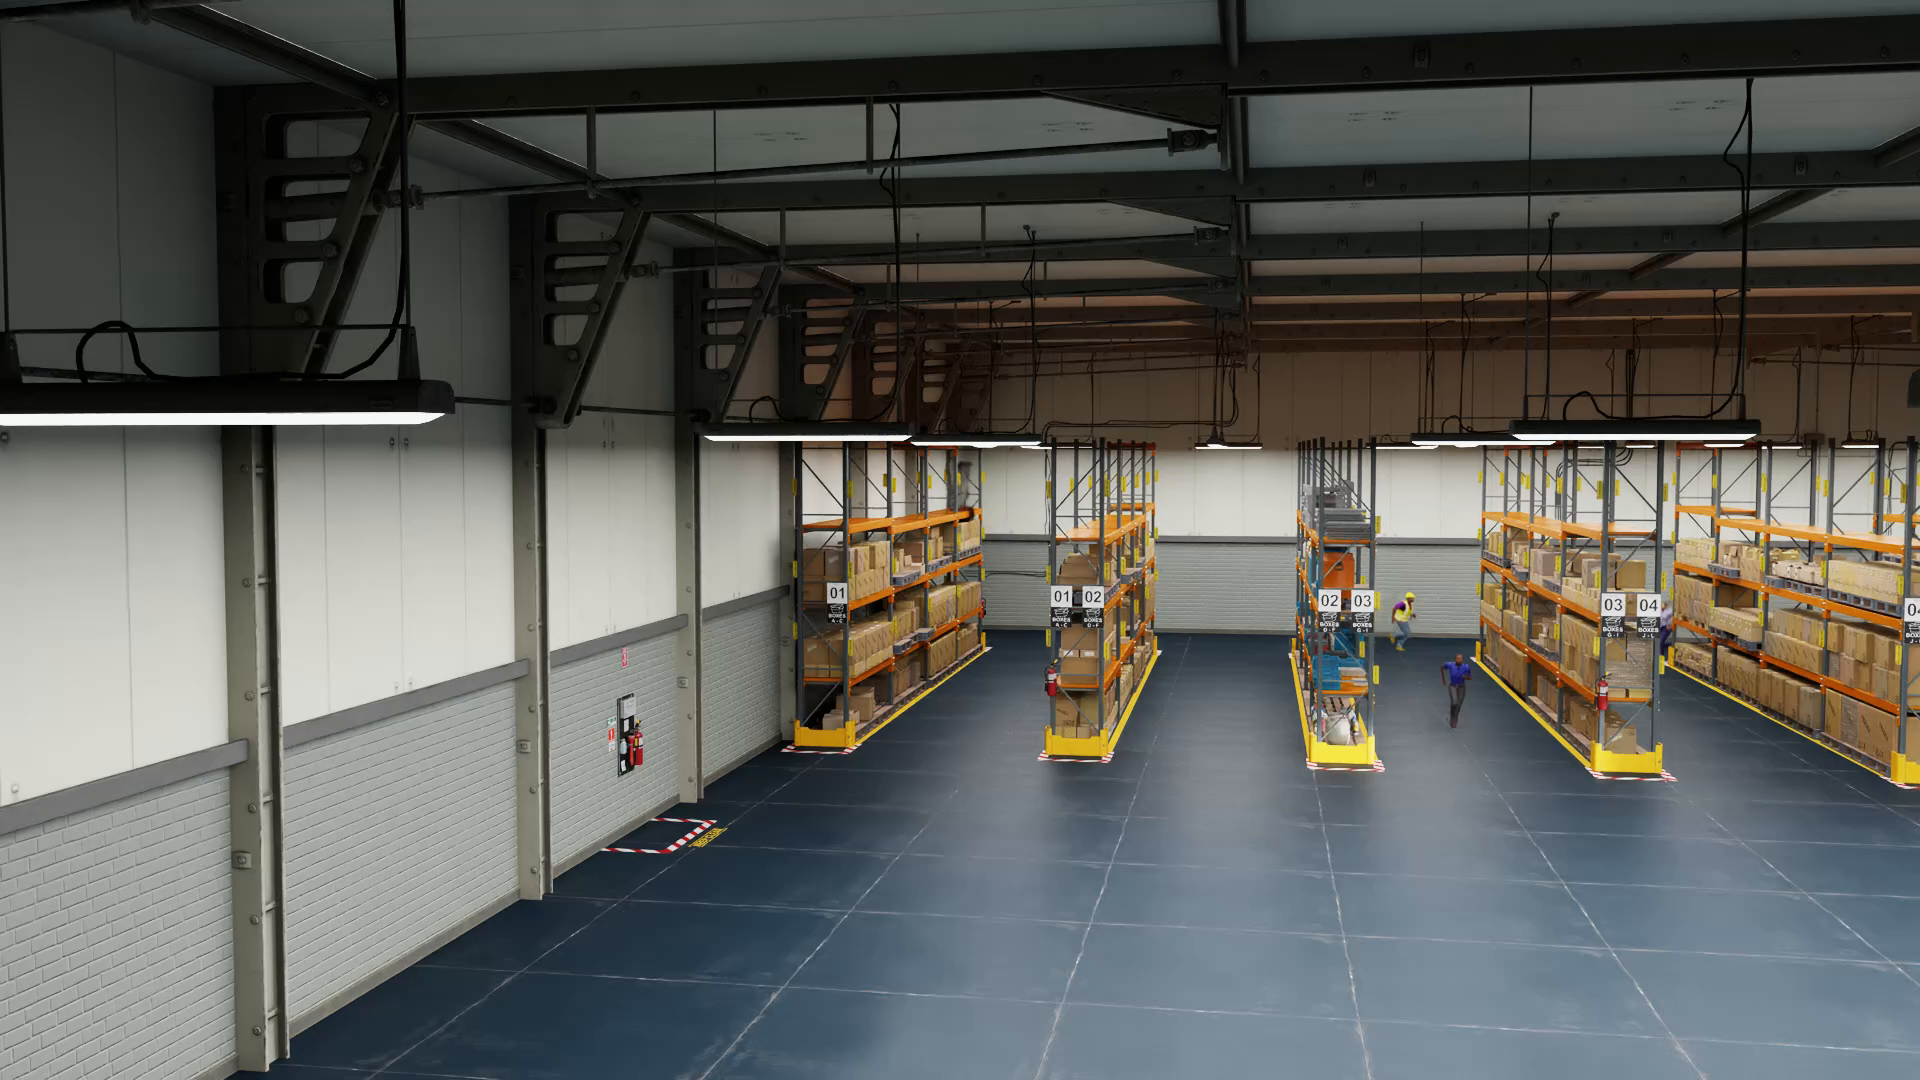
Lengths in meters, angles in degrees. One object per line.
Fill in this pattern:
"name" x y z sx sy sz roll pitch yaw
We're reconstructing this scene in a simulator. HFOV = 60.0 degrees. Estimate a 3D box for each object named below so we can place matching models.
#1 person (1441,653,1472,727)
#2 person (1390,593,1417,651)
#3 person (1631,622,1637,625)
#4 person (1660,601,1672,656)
"person" 10.237 3.094 34.308 0.564 1.575 0.853 0 3 3
"person" 12.794 2.357 48.016 0.741 1.685 0.690 2 4 38
"person" 16.948 2.614 42.120 0.707 1.770 0.988 0 3 3
"person" 19.435 2.555 45.893 0.750 1.562 0.596 -2 4 -32
